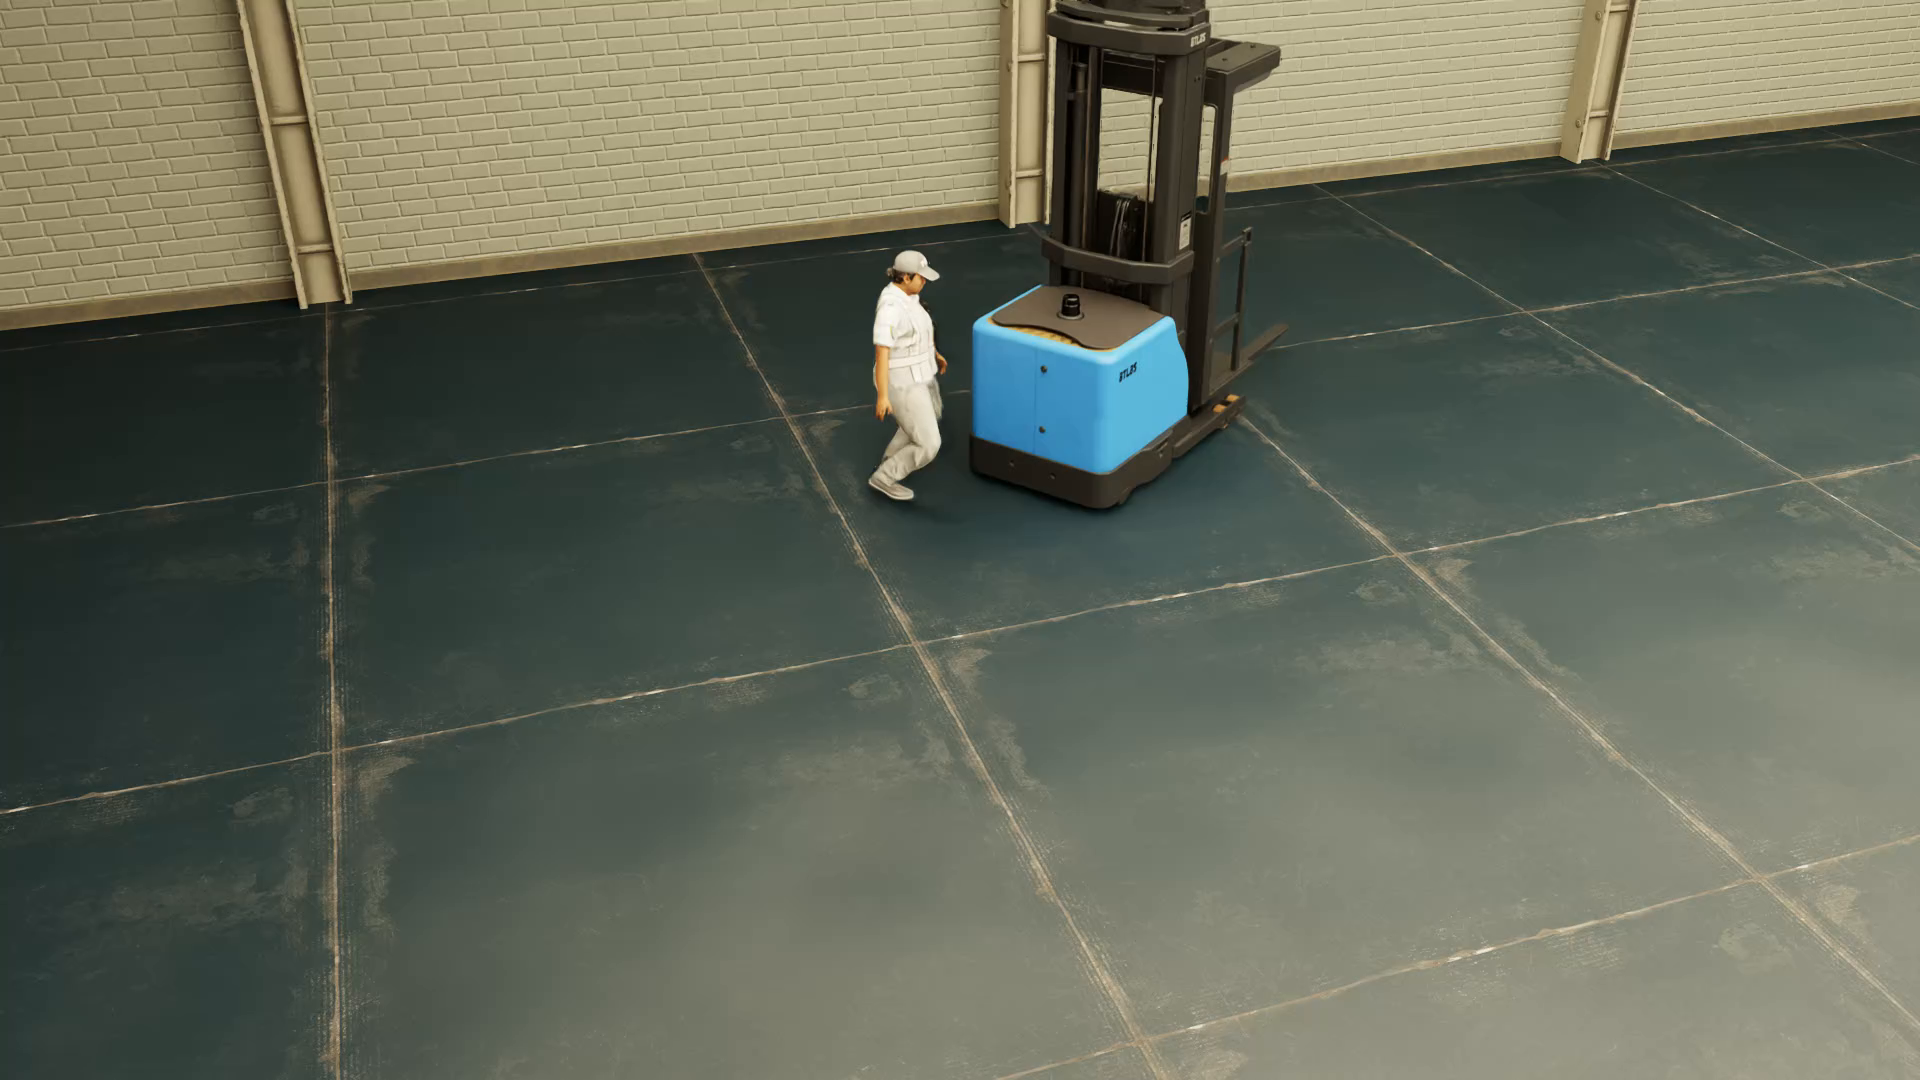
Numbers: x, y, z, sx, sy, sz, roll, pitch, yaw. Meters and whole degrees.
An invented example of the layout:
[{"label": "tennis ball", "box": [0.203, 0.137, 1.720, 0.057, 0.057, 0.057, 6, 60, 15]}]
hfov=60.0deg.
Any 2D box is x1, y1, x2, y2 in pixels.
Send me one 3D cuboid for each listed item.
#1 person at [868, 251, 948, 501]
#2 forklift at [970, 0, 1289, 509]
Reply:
[{"label": "person", "box": [-0.314, -0.998, 10.213, 0.544, 1.575, 0.850, 8, 31, 14]}, {"label": "forklift", "box": [1.312, -2.149, 10.821, 1.130, 2.935, 3.031, 19, 35, 30]}]
